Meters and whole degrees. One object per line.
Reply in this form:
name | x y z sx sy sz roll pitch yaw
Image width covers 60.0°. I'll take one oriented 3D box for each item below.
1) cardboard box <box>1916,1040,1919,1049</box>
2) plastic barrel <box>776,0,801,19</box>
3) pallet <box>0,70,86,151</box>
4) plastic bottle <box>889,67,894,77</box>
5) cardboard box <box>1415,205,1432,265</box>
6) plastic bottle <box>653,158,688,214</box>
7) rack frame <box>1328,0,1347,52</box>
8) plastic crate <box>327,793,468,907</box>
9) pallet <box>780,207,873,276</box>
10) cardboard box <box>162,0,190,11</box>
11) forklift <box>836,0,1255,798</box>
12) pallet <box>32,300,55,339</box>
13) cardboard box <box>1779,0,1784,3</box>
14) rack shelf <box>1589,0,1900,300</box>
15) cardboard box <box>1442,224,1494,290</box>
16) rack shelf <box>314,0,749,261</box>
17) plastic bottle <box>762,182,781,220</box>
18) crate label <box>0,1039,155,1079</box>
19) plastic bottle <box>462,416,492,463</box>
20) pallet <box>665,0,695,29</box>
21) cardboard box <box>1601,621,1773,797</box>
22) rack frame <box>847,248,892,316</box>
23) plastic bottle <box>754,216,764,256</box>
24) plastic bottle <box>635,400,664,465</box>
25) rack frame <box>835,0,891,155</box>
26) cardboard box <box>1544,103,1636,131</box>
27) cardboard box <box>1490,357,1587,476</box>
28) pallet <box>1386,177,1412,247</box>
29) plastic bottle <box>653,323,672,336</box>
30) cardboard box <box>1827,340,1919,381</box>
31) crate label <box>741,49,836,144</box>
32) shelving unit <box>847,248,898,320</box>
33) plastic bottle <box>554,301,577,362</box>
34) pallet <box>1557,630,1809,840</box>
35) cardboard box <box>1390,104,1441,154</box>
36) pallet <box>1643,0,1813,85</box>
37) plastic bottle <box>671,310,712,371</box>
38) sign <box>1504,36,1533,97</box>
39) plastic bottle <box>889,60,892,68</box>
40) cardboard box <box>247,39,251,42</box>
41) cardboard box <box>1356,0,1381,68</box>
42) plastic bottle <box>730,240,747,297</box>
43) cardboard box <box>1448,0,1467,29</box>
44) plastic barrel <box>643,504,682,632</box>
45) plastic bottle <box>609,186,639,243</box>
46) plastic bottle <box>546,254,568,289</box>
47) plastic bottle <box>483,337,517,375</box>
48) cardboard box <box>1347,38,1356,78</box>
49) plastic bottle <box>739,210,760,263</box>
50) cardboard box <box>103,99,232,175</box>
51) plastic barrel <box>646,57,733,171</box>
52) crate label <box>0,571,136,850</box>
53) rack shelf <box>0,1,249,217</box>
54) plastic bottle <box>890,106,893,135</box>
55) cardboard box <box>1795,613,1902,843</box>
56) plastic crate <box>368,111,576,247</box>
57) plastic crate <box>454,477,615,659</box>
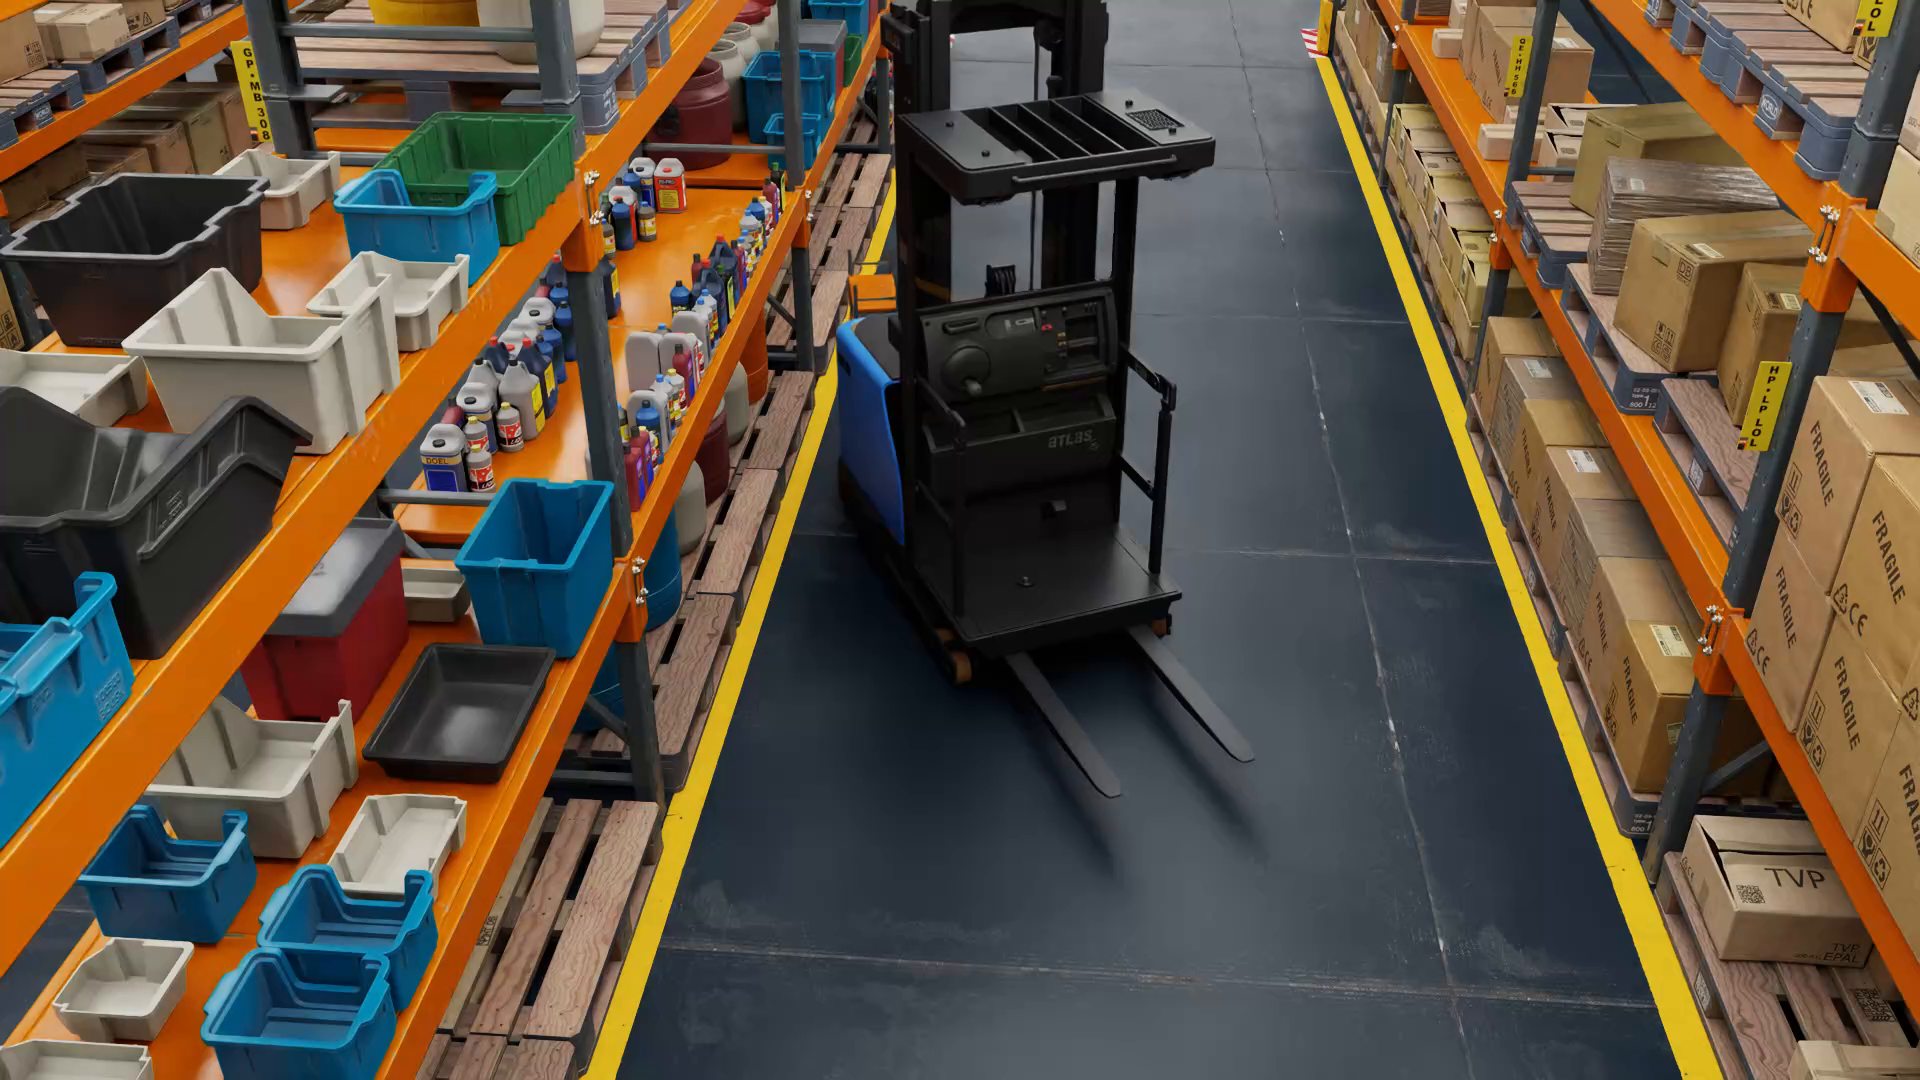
cardboard box | 3.389 1.734 5.221 0.500 0.311 0.500 2 32 4
plastic barrel | -1.368 -3.889 12.073 0.433 0.535 0.433 0 32 0
pallet | -6.382 -2.738 10.517 1.213 0.211 1.003 2 32 4
plastic bottle | -0.577 -3.885 14.301 0.144 0.351 0.185 1 32 2
cardboard box | 3.461 -2.113 11.540 0.500 0.250 0.500 3 32 5
plastic bottle | -1.603 -1.959 9.188 0.152 0.276 0.135 2 32 4
rack frame | 4.191 -6.201 15.952 1.000 3.000 0.127 2 32 4
plastic crate | -1.565 0.871 4.672 0.293 0.136 0.466 2 32 4
pallet | -1.193 -2.083 11.929 1.003 0.211 1.213 2 32 4
cardboard box | -6.212 -4.559 12.316 1.000 1.000 1.000 3 32 4
forklift | 0.356 -0.830 7.303 1.130 2.935 3.031 -12 33 -18
pallet | -6.268 -1.664 11.249 1.003 0.211 1.213 2 32 4
cardboard box | 3.434 -2.424 6.375 0.600 0.600 0.600 1 32 2
rack shelf | 3.377 -1.942 6.869 1.077 0.370 4.000 2 32 4
cardboard box | 3.373 -1.821 10.531 0.500 0.311 0.500 2 32 3
rack shelf | -1.560 -2.156 7.216 1.077 0.370 4.000 2 32 4
plastic bottle | -1.032 -1.857 9.094 0.097 0.201 0.097 0 32 0
crate label | -2.126 1.307 3.964 0.396 0.136 0.243 2 32 4
plastic bottle | -1.959 -0.404 6.735 0.097 0.201 0.097 0 32 0
pallet | -1.667 -2.343 7.014 1.003 0.211 1.213 2 32 4
cardboard box | 2.969 0.681 6.749 0.500 0.500 0.500 2 32 4
rack frame | -0.491 -1.069 9.340 0.240 1.200 0.015 -4 32 -6
plastic bottle | -1.075 -1.584 8.650 0.097 0.201 0.097 0 32 0
plastic bottle | -1.257 -0.440 6.727 0.097 0.271 0.097 0 32 0
rack frame | -1.071 -4.322 12.905 1.000 3.000 0.127 2 32 4
cardboard box | 3.806 -2.439 9.933 0.500 0.311 0.500 2 32 3
cardboard box | 3.181 -0.641 8.894 0.500 0.500 0.500 1 32 2
pallet | 3.844 -2.535 12.662 1.003 0.211 1.213 2 32 4
plastic bottle | -1.337 -0.882 7.511 0.097 0.201 0.097 0 32 0
cardboard box | 3.476 -0.385 6.020 0.700 0.500 0.500 -8 33 -13
crate label | -1.046 -2.754 10.326 0.502 0.435 0.616 2 32 4
shelving unit | -0.463 -0.942 9.134 0.258 1.200 0.503 -4 32 -6
plastic bottle | -1.786 -0.955 7.564 0.097 0.271 0.097 0 32 0
pallet | 3.243 0.835 7.195 1.003 0.211 1.213 2 32 4
cardboard box | 3.584 -3.150 12.689 0.500 0.311 0.500 3 32 4
pallet | 3.419 -2.003 6.461 1.213 0.211 1.003 2 32 4
plastic bottle | -1.211 -0.918 7.498 0.152 0.276 0.135 2 32 4
sign | 2.986 -2.532 8.896 0.100 0.325 0.005 2 32 4
plastic bottle | -0.643 -4.223 14.992 0.097 0.201 0.097 0 32 0
cardboard box | -5.896 -4.156 14.617 0.500 0.500 0.500 13 34 19
cardboard box | 3.801 -4.473 14.655 0.500 0.500 0.500 2 32 4
plastic bottle | -1.098 -1.354 8.199 0.061 0.283 0.133 2 32 4
cardboard box | 3.869 -3.786 12.177 0.500 0.250 0.500 4 32 7
plastic barrel | -1.604 -0.079 7.619 0.600 0.901 0.708 2 32 4
plastic bottle | -1.792 -1.724 8.806 0.152 0.276 0.135 2 32 4
plastic bottle | -1.884 -1.189 7.867 0.144 0.351 0.185 2 32 4
plastic bottle | -1.959 -0.710 7.089 0.144 0.351 0.185 2 32 4
cardboard box | 3.848 -4.415 15.275 0.500 0.250 0.500 2 32 4
plastic bottle | -1.083 -1.563 8.549 0.097 0.271 0.097 0 32 0
cardboard box | -6.137 -3.088 12.866 0.700 0.500 0.500 2 32 4
plastic barrel | -1.661 -2.544 9.890 0.600 0.536 0.708 2 32 4
crate label | -1.651 0.270 2.735 0.408 0.251 0.502 2 32 4
rack shelf | -6.171 -3.182 11.740 1.077 0.370 4.000 2 32 4
plastic bottle | -0.608 -3.496 13.745 0.097 0.271 0.097 0 32 0
cardboard box | 2.863 0.554 4.896 0.500 0.500 0.500 3 32 5
plastic crate | -1.456 -1.092 5.005 0.450 0.188 0.662 2 32 4
plastic crate | -1.421 0.101 5.686 0.392 0.384 0.575 2 32 4
